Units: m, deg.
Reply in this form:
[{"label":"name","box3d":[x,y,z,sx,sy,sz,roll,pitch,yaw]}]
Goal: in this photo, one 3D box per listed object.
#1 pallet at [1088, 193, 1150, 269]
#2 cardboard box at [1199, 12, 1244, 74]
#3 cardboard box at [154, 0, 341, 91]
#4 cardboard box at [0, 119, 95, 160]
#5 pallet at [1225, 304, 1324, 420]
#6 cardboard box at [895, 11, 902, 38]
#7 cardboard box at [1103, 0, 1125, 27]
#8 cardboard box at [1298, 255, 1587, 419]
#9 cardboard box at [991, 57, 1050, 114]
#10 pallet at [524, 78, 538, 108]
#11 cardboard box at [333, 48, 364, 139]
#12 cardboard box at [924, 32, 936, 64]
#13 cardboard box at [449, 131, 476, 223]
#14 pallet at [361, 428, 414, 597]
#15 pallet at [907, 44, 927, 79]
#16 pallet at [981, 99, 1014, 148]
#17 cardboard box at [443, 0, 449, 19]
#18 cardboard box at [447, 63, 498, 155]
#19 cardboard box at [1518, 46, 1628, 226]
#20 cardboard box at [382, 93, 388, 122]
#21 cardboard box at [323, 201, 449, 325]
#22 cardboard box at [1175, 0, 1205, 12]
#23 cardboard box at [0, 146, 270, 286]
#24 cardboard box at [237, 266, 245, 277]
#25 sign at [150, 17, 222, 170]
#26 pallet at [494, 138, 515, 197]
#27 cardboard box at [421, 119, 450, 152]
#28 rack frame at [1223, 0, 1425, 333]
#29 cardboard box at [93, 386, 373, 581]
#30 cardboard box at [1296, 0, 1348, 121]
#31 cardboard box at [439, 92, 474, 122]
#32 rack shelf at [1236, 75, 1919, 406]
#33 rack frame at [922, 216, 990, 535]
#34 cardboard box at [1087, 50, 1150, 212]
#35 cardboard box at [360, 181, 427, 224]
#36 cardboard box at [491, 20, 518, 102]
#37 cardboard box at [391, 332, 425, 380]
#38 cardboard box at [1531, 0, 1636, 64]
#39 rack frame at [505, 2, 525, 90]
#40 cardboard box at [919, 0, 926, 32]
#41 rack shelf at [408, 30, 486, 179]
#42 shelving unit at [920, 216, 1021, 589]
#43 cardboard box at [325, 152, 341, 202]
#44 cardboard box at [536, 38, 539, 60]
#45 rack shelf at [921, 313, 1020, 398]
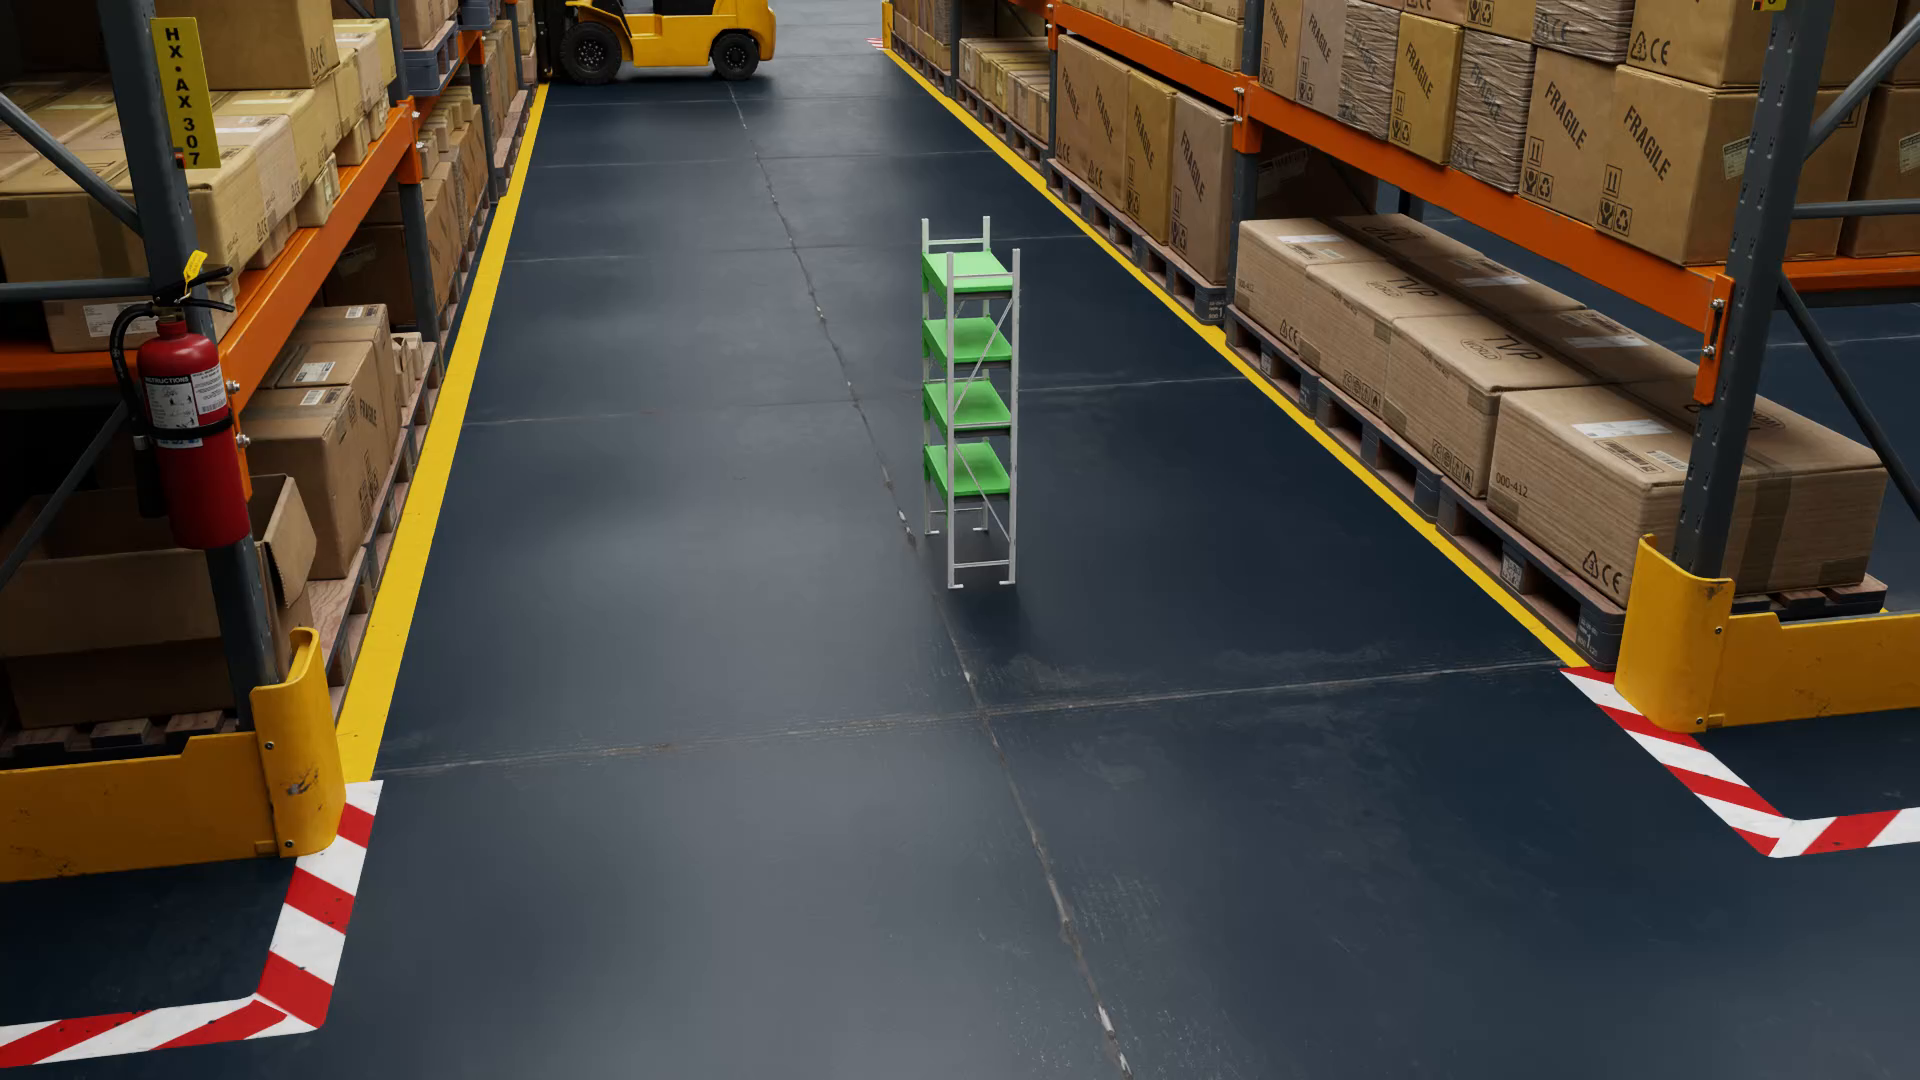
[{"label":"pallet","box3d":[1.446,-1.990,10.542,1.003,0.211,1.213,-4,24,-10]},{"label":"cardboard box","box3d":[1.561,-2.578,8.592,0.500,0.250,0.500,-5,24,-11]},{"label":"cardboard box","box3d":[-2.343,-1.746,5.379,0.500,0.500,0.500,-4,24,-8]},{"label":"cardboard box","box3d":[-2.686,-0.978,4.558,0.500,0.250,0.500,-4,24,-10]},{"label":"pallet","box3d":[1.956,-0.906,8.061,1.003,0.211,1.213,-4,24,-10]},{"label":"cardboard box","box3d":[-0.450,-5.803,18.701,0.500,0.250,0.500,-5,24,-10]},{"label":"cardboard box","box3d":[1.199,-3.375,10.417,0.500,0.250,0.500,-4,24,-8]},{"label":"cardboard box","box3d":[2.069,-0.900,7.240,0.875,0.438,0.875,-5,24,-11]},{"label":"cardboard box","box3d":[0.779,-3.862,14.103,0.950,0.372,0.625,-4,24,-8]},{"label":"pallet","box3d":[-4.571,-4.305,15.842,1.003,0.211,1.213,-4,24,-10]},{"label":"cardboard box","box3d":[-2.465,-1.612,6.009,0.500,0.250,0.500,-4,24,-10]},{"label":"cardboard box","box3d":[-0.069,-4.989,16.837,0.500,0.250,0.500,-5,24,-11]},{"label":"cardboard box","box3d":[-3.254,-2.187,10.107,0.500,0.500,0.500,-3,24,-7]},{"label":"pallet","box3d":[-2.630,-0.091,6.195,1.003,0.211,1.213,-4,24,-10]},{"label":"pallet","box3d":[0.025,-5.100,17.664,1.003,0.211,1.213,-4,24,-10]},{"label":"pallet","box3d":[0.787,-3.571,14.162,1.003,0.211,1.213,-4,24,-10]},{"label":"cardboard box","box3d":[-2.865,-2.826,8.615,0.396,0.266,0.258,-3,24,-7]},{"label":"cardboard box","box3d":[-3.827,-3.044,11.914,0.875,0.625,0.625,-4,24,-8]},{"label":"cardboard box","box3d":[2.204,-1.330,5.422,0.500,0.500,0.500,-5,24,-11]},{"label":"cardboard box","box3d":[-2.609,-1.797,6.931,0.380,0.149,0.250,-4,24,-8]},{"label":"cardboard box","box3d":[-2.854,-1.374,8.246,0.500,0.500,0.500,-3,24,-7]},{"label":"cardboard box","box3d":[1.472,-3.001,8.935,0.500,0.250,0.500,-4,24,-8]},{"label":"cardboard box","box3d":[-2.065,-0.813,4.179,0.500,0.250,0.500,-4,24,-9]},{"label":"cardboard box","box3d":[-2.212,-0.778,4.599,0.380,0.149,0.250,-5,24,-10]},{"label":"sign","box3d":[-1.712,-0.984,3.673,0.100,0.325,0.005,-4,24,-10]},{"label":"pallet","box3d":[-3.839,-2.742,12.265,1.003,0.211,1.213,-4,24,-10]},{"label":"cardboard box","box3d":[-3.167,-2.338,9.644,0.380,0.149,0.250,-5,24,-12]},{"label":"rack frame","box3d":[1.892,-2.489,8.201,1.000,3.000,0.127,-4,24,-10]},{"label":"cardboard box","box3d":[-2.385,-0.180,5.513,0.700,0.500,0.500,-3,24,-8]},{"label":"cardboard box","box3d":[1.811,-2.132,7.260,0.500,0.500,0.500,-4,24,-9]},{"label":"cardboard box","box3d":[-3.304,-2.757,10.603,0.380,0.149,0.250,-6,24,-12]},{"label":"rack shelf","box3d":[2.262,-1.372,6.543,1.077,0.370,4.000,-4,24,-10]},{"label":"rack frame","box3d":[-0.014,-0.581,6.081,0.240,1.200,0.015,-4,24,-10]},{"label":"cardboard box","box3d":[1.359,-2.652,10.704,0.875,0.875,0.875,-4,24,-9]},{"label":"cardboard box","box3d":[-2.790,-1.625,8.011,0.380,0.149,0.250,-3,24,-7]},{"label":"cardboard box","box3d":[-4.357,-4.166,14.484,0.875,0.625,0.625,-3,24,-7]},{"label":"cardboard box","box3d":[-2.594,-0.809,7.391,0.380,0.149,0.250,-5,24,-11]},{"label":"cardboard box","box3d":[2.183,-1.795,5.238,0.500,0.500,0.500,-4,24,-10]},{"label":"rack frame","box3d":[-4.465,-5.267,14.561,1.000,3.000,0.127,-4,24,-10]},{"label":"cardboard box","box3d":[-0.152,-5.525,17.126,0.500,0.500,0.500,-3,24,-7]},{"label":"rack shelf","box3d":[-3.355,-2.577,9.301,1.077,0.370,4.000,-4,24,-10]},{"label":"shelving unit","box3d":[0.031,-0.485,5.861,0.258,1.200,0.503,-4,24,-10]},{"label":"cardboard box","box3d":[-2.295,-1.194,5.549,0.380,0.149,0.250,-4,24,-9]},{"label":"cardboard box","box3d":[-4.523,-5.015,16.895,0.500,0.250,0.500,-4,24,-8]},{"label":"rack shelf","box3d":[0.031,-0.646,5.790,0.258,0.148,0.480,-4,24,-10]}]
